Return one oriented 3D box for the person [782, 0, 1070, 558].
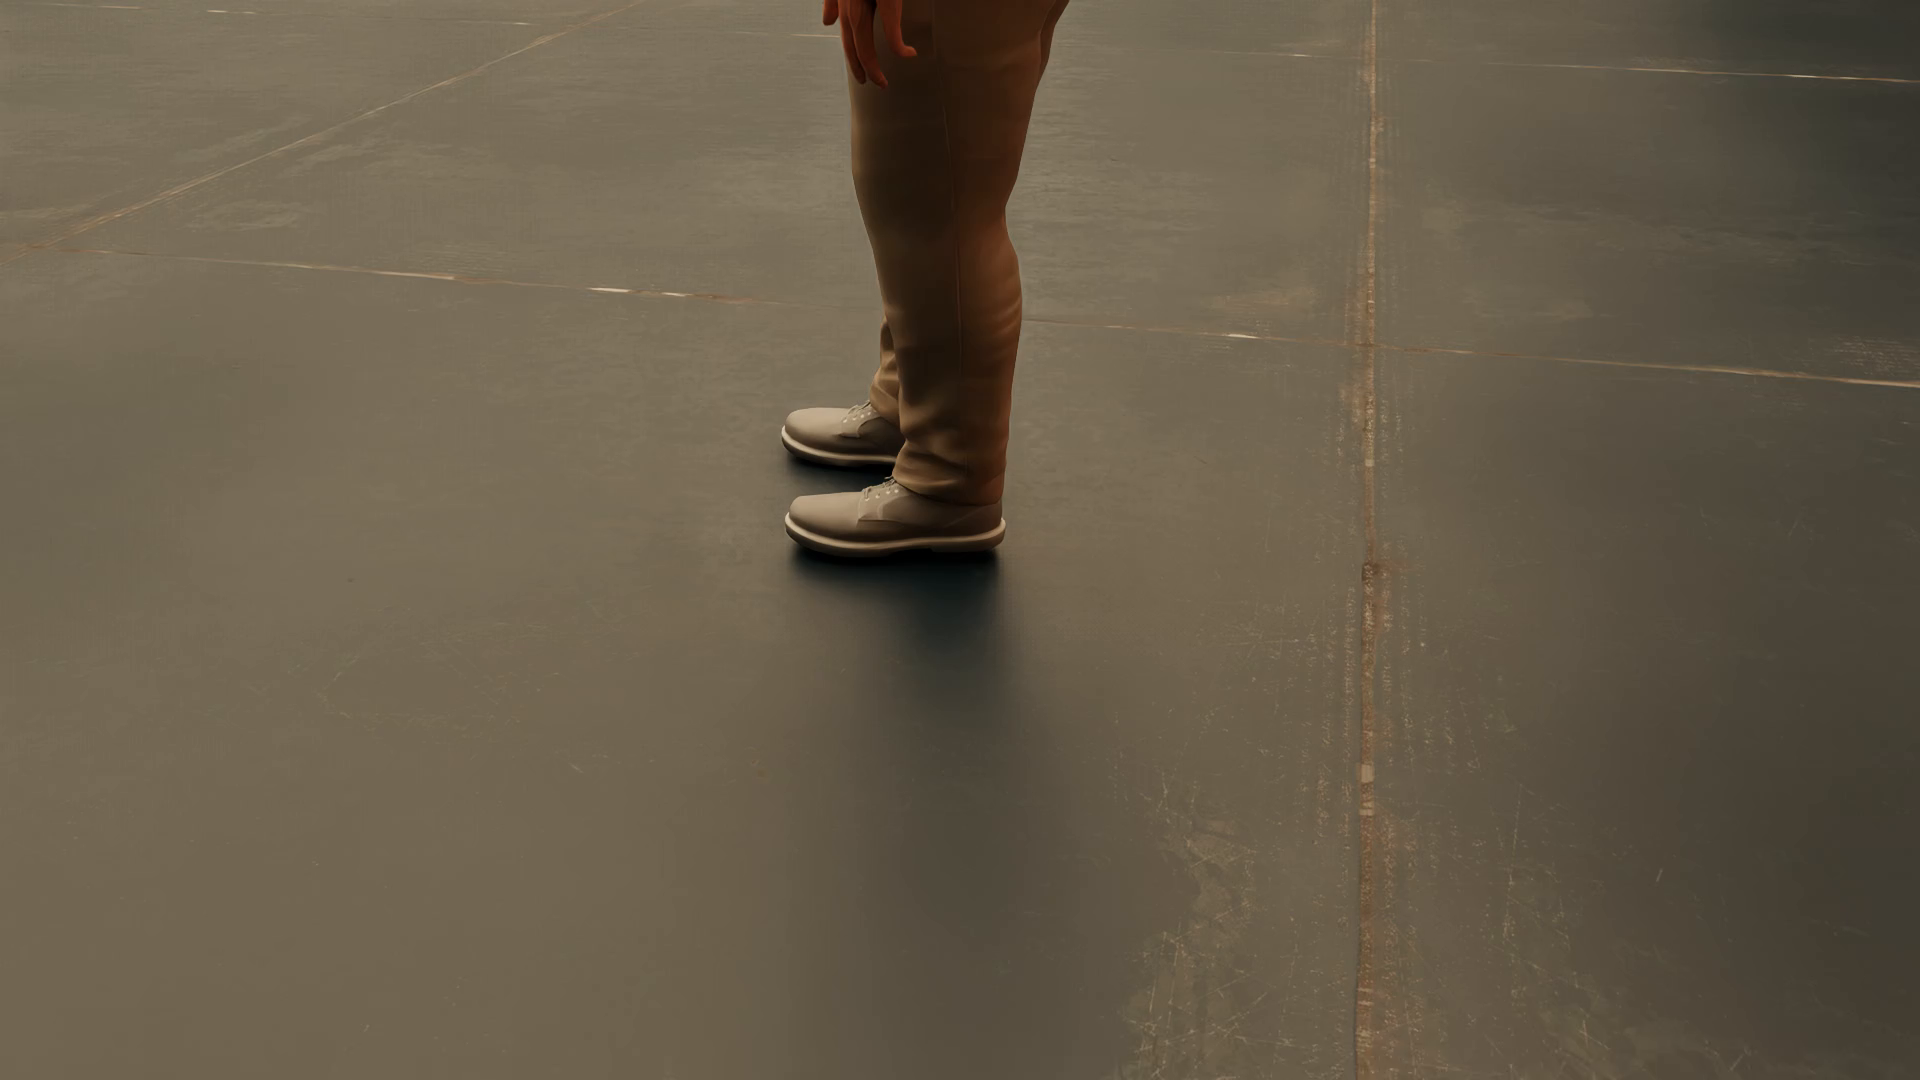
[{"bbox_3d":[-0.085,-0.792,2.136,0.551,1.727,0.640,6,27,11],"label":"person"}]
